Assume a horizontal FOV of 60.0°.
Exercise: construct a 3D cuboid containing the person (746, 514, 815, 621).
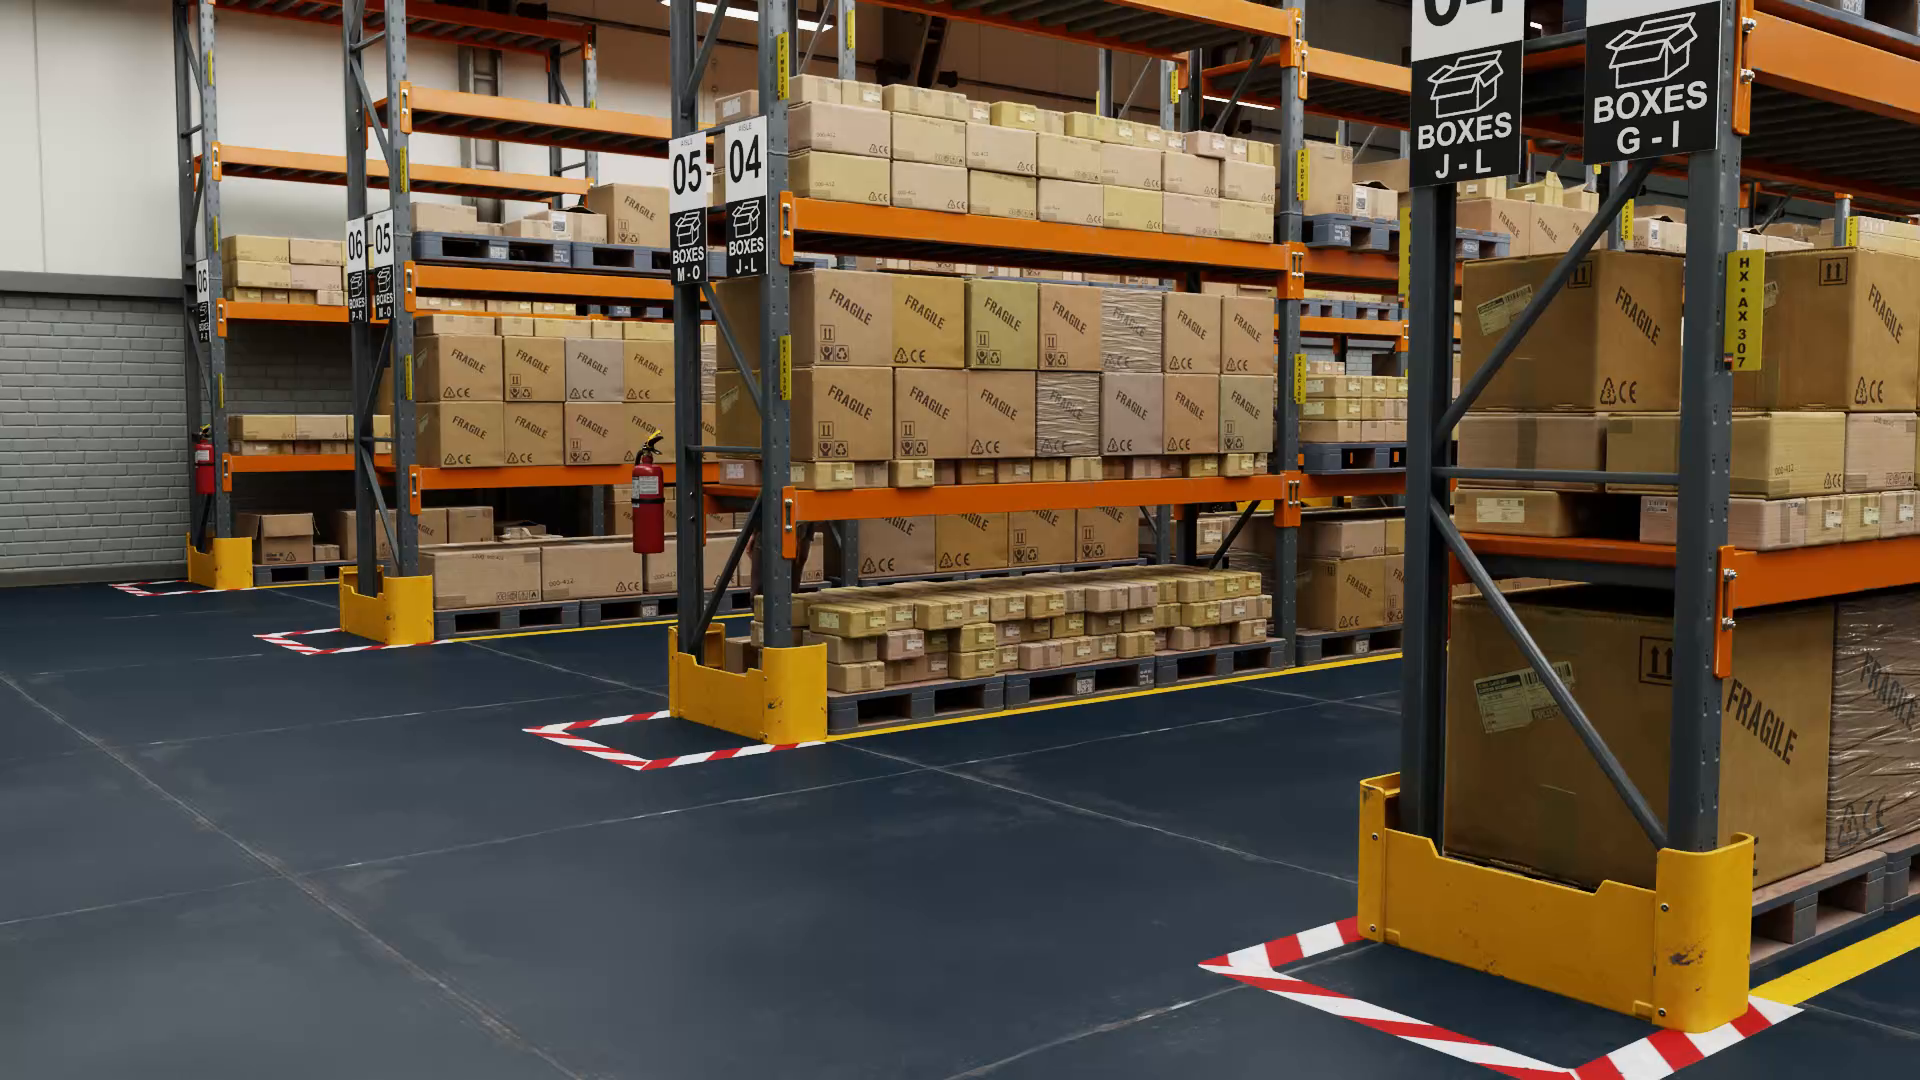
[{"bbox_3d":[-1.180,0.017,10.908,0.420,1.721,0.580,-3,5,-39],"label":"person"}]
